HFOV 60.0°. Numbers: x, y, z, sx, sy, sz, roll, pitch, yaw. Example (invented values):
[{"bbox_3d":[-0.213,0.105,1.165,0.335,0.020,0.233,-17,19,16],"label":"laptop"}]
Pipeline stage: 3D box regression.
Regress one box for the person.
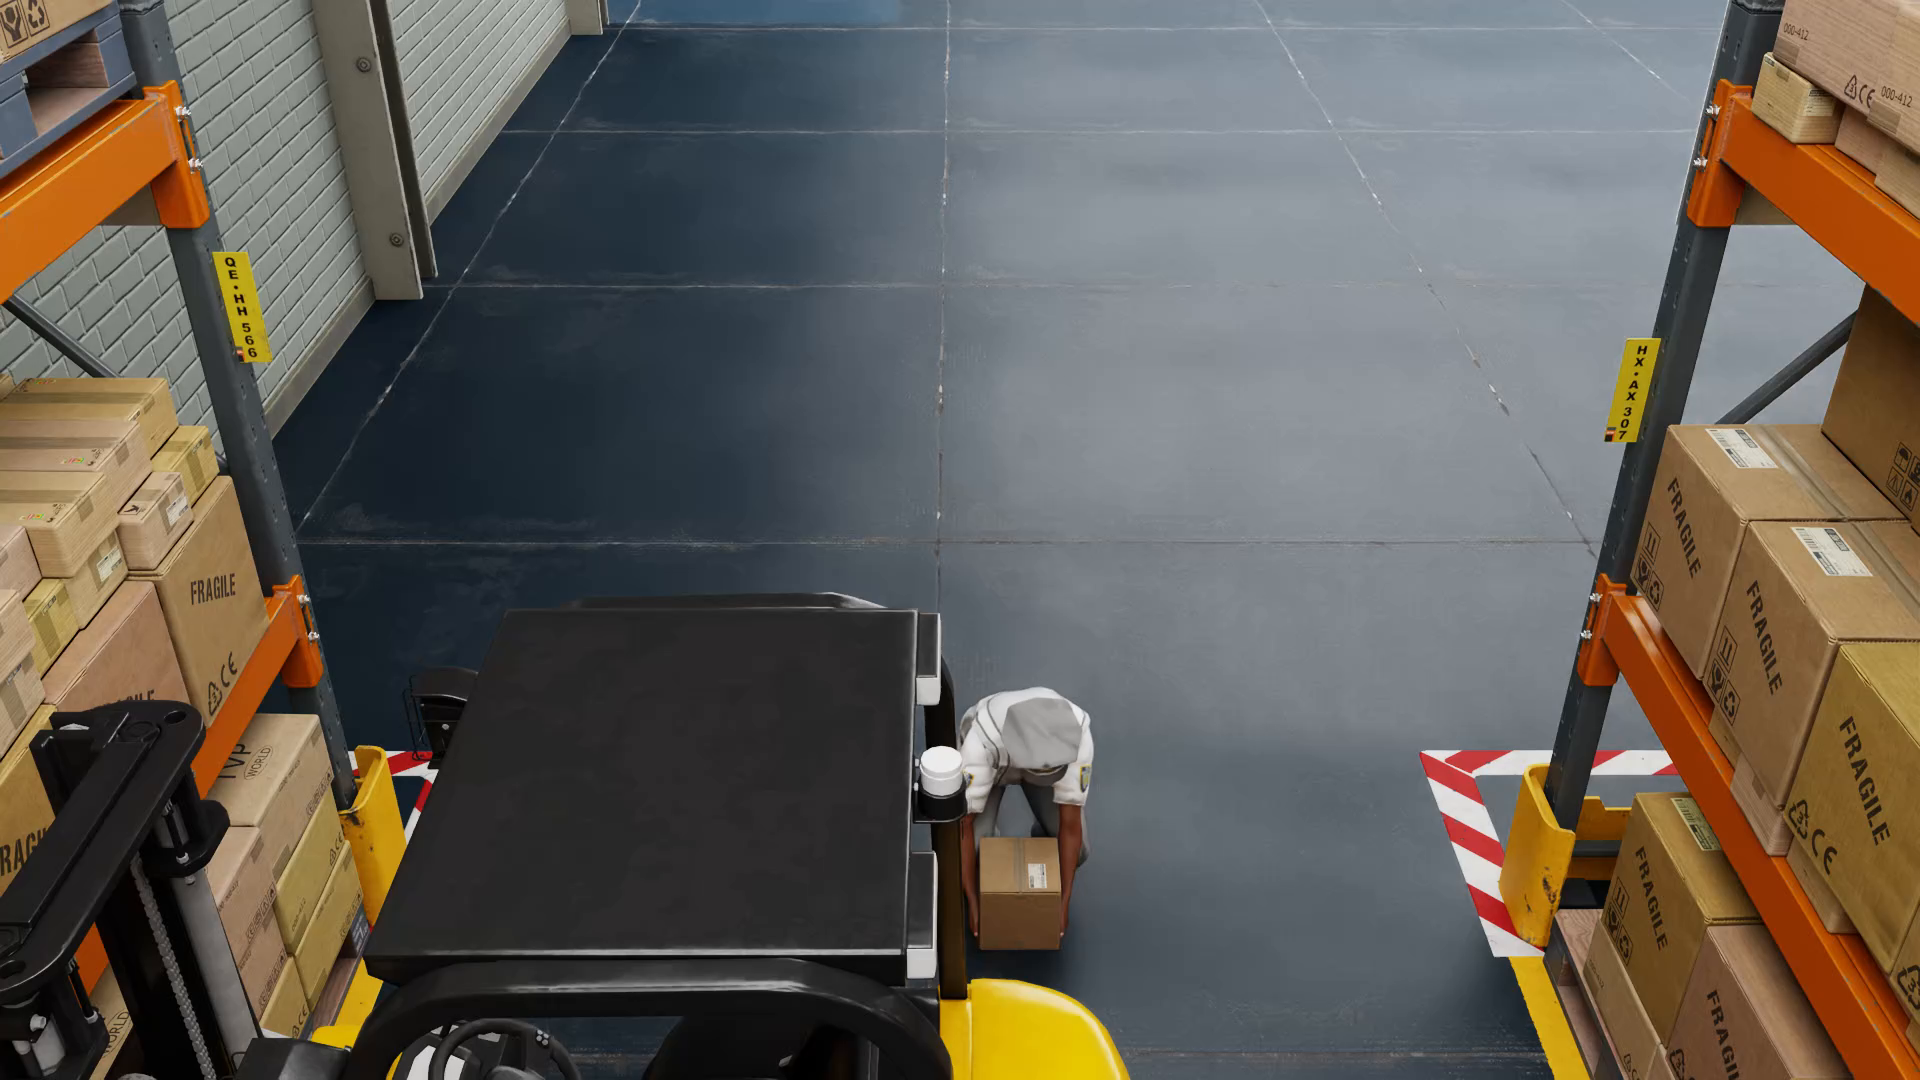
[{"bbox_3d":[0.199,0.808,5.491,0.451,0.979,0.869,-1,32,-2],"label":"person"}]
